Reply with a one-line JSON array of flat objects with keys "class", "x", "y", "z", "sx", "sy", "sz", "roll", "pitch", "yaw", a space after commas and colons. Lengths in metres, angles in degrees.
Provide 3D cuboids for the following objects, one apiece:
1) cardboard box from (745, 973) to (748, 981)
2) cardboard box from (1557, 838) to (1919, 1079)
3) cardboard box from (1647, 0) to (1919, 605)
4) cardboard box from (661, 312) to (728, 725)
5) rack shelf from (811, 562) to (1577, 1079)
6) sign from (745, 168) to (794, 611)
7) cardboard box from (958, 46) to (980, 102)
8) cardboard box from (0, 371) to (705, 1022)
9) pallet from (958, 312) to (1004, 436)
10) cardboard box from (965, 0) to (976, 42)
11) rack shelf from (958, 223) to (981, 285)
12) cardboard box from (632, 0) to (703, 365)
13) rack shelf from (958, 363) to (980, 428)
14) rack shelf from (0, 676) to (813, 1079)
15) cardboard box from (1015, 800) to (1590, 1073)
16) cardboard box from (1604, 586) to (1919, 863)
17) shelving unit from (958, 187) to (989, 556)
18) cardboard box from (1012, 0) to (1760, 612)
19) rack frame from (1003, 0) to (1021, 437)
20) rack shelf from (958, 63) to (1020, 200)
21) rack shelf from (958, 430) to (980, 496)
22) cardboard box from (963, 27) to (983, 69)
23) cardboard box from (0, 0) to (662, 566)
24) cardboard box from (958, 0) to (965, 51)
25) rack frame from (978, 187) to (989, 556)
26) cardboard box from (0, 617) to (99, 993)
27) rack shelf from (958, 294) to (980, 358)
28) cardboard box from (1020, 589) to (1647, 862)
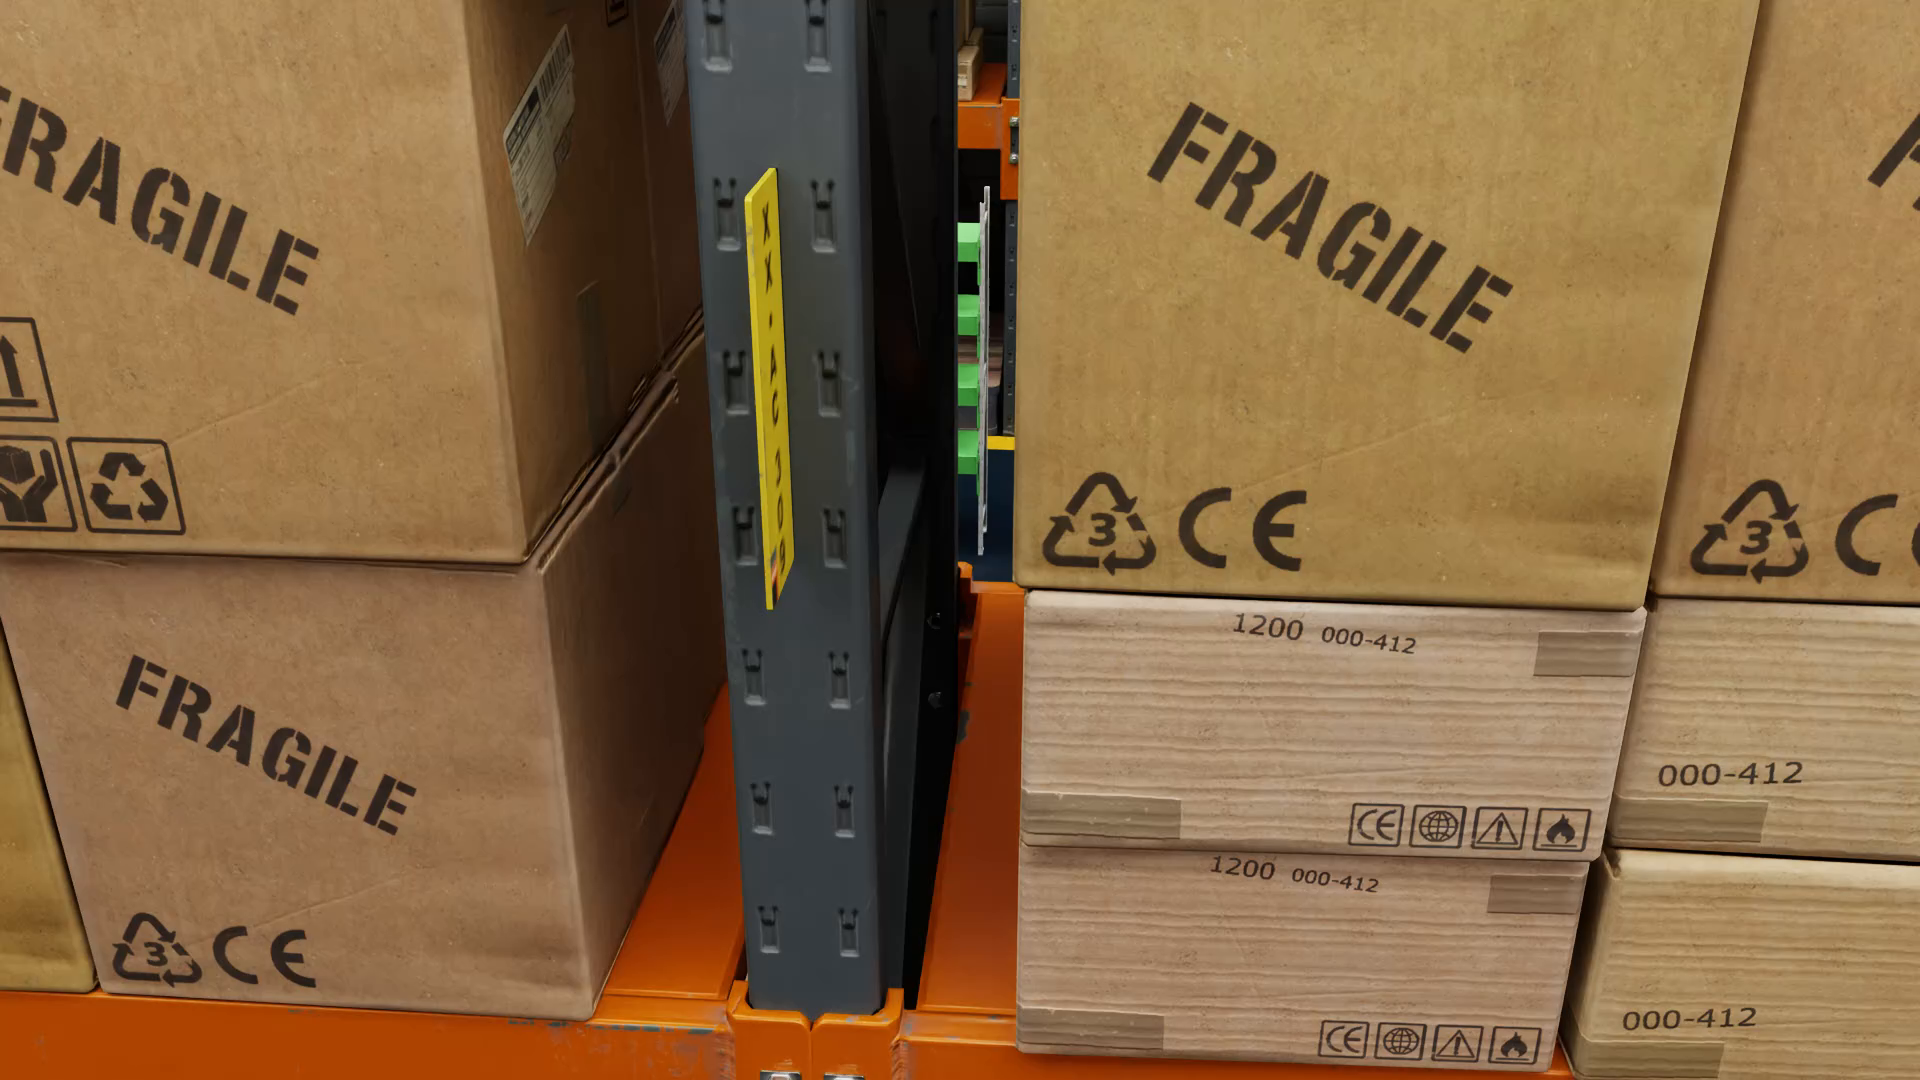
[{"class": "cardboard box", "x": -0.721, "y": 0.994, "z": 2.563, "sx": 0.875, "sy": 0.438, "sz": 0.875, "roll": 1, "pitch": 25, "yaw": 3}, {"class": "cardboard box", "x": 0.831, "y": 0.294, "z": 1.702, "sx": 0.500, "sy": 0.250, "sz": 0.500, "roll": 1, "pitch": 25, "yaw": 3}, {"class": "cardboard box", "x": 0.823, "y": -0.275, "z": 1.444, "sx": 0.500, "sy": 0.500, "sz": 0.500, "roll": 2, "pitch": 25, "yaw": 4}, {"class": "cardboard box", "x": -0.551, "y": -0.084, "z": 2.224, "sx": 0.500, "sy": 0.500, "sz": 0.500, "roll": 3, "pitch": 25, "yaw": 6}, {"class": "rack shelf", "x": 1.891, "y": 0.477, "z": 1.986, "sx": 4.000, "sy": 0.370, "sz": 1.077, "roll": 2, "pitch": 25, "yaw": 4}, {"class": "sign", "x": -0.144, "y": -0.112, "z": 1.274, "sx": 0.005, "sy": 0.325, "sz": 0.100, "roll": 2, "pitch": 25, "yaw": 4}, {"class": "cardboard box", "x": -0.064, "y": -1.774, "z": 6.317, "sx": 0.250, "sy": 0.149, "sz": 0.380, "roll": 2, "pitch": 25, "yaw": 5}, {"class": "cardboard box", "x": -0.585, "y": 0.132, "z": 1.755, "sx": 0.500, "sy": 0.500, "sz": 0.500, "roll": 2, "pitch": 25, "yaw": 4}, {"class": "pallet", "x": -0.412, "y": -0.738, "z": 7.103, "sx": 1.213, "sy": 0.211, "sz": 1.003, "roll": 2, "pitch": 25, "yaw": 4}, {"class": "cardboard box", "x": -0.200, "y": -2.178, "z": 6.719, "sx": 0.500, "sy": 0.250, "sz": 0.500, "roll": 2, "pitch": 25, "yaw": 3}, {"class": "rack shelf", "x": -0.165, "y": -0.928, "z": 5.337, "sx": 0.480, "sy": 0.148, "sz": 0.258, "roll": 2, "pitch": 25, "yaw": 4}, {"class": "cardboard box", "x": -0.560, "y": -0.530, "z": 1.997, "sx": 0.500, "sy": 0.500, "sz": 0.500, "roll": 2, "pitch": 25, "yaw": 4}, {"class": "rack shelf", "x": -0.165, "y": -0.492, "z": 5.537, "sx": 0.480, "sy": 0.148, "sz": 0.258, "roll": 2, "pitch": 25, "yaw": 4}, {"class": "rack shelf", "x": -2.098, "y": 0.349, "z": 2.264, "sx": 4.000, "sy": 0.370, "sz": 1.077, "roll": 2, "pitch": 25, "yaw": 4}, {"class": "cardboard box", "x": 0.315, "y": 0.278, "z": 1.736, "sx": 0.500, "sy": 0.250, "sz": 0.500, "roll": 1, "pitch": 25, "yaw": 3}, {"class": "cardboard box", "x": 0.836, "y": 0.064, "z": 1.605, "sx": 0.500, "sy": 0.250, "sz": 0.500, "roll": 2, "pitch": 25, "yaw": 5}, {"class": "shelving unit", "x": -0.165, "y": -0.550, "z": 5.511, "sx": 0.503, "sy": 1.200, "sz": 0.258, "roll": 2, "pitch": 25, "yaw": 4}, {"class": "cardboard box", "x": 0.313, "y": -0.280, "z": 1.454, "sx": 0.500, "sy": 0.500, "sz": 0.500, "roll": 2, "pitch": 25, "yaw": 5}, {"class": "rack frame", "x": 0.273, "y": -1.983, "z": 6.471, "sx": 0.127, "sy": 3.000, "sz": 1.000, "roll": 2, "pitch": 25, "yaw": 4}, {"class": "rack shelf", "x": -1.721, "y": -1.720, "z": 6.760, "sx": 4.000, "sy": 0.370, "sz": 1.077, "roll": 2, "pitch": 25, "yaw": 4}, {"class": "rack shelf", "x": -0.165, "y": -0.274, "z": 5.638, "sx": 0.480, "sy": 0.148, "sz": 0.258, "roll": 2, "pitch": 25, "yaw": 4}, {"class": "cardboard box", "x": -0.042, "y": -1.994, "z": 6.795, "sx": 0.250, "sy": 0.149, "sz": 0.380, "roll": 2, "pitch": 25, "yaw": 4}, {"class": "cardboard box", "x": -0.595, "y": -0.314, "z": 1.528, "sx": 0.500, "sy": 0.500, "sz": 0.500, "roll": 2, "pitch": 25, "yaw": 4}, {"class": "cardboard box", "x": -0.254, "y": -1.965, "z": 6.255, "sx": 0.500, "sy": 0.250, "sz": 0.500, "roll": 2, "pitch": 25, "yaw": 5}, {"class": "rack frame", "x": 0.078, "y": -0.543, "z": 5.494, "sx": 0.015, "sy": 1.200, "sz": 0.240, "roll": 2, "pitch": 25, "yaw": 4}, {"class": "cardboard box", "x": -1.099, "y": 0.118, "z": 1.785, "sx": 0.500, "sy": 0.500, "sz": 0.500, "roll": 1, "pitch": 25, "yaw": 3}, {"class": "rack shelf", "x": -0.165, "y": -0.710, "z": 5.437, "sx": 0.480, "sy": 0.148, "sz": 0.258, "roll": 2, "pitch": 25, "yaw": 4}, {"class": "cardboard box", "x": 0.314, "y": 0.059, "z": 1.616, "sx": 0.500, "sy": 0.250, "sz": 0.500, "roll": 1, "pitch": 25, "yaw": 2}]
